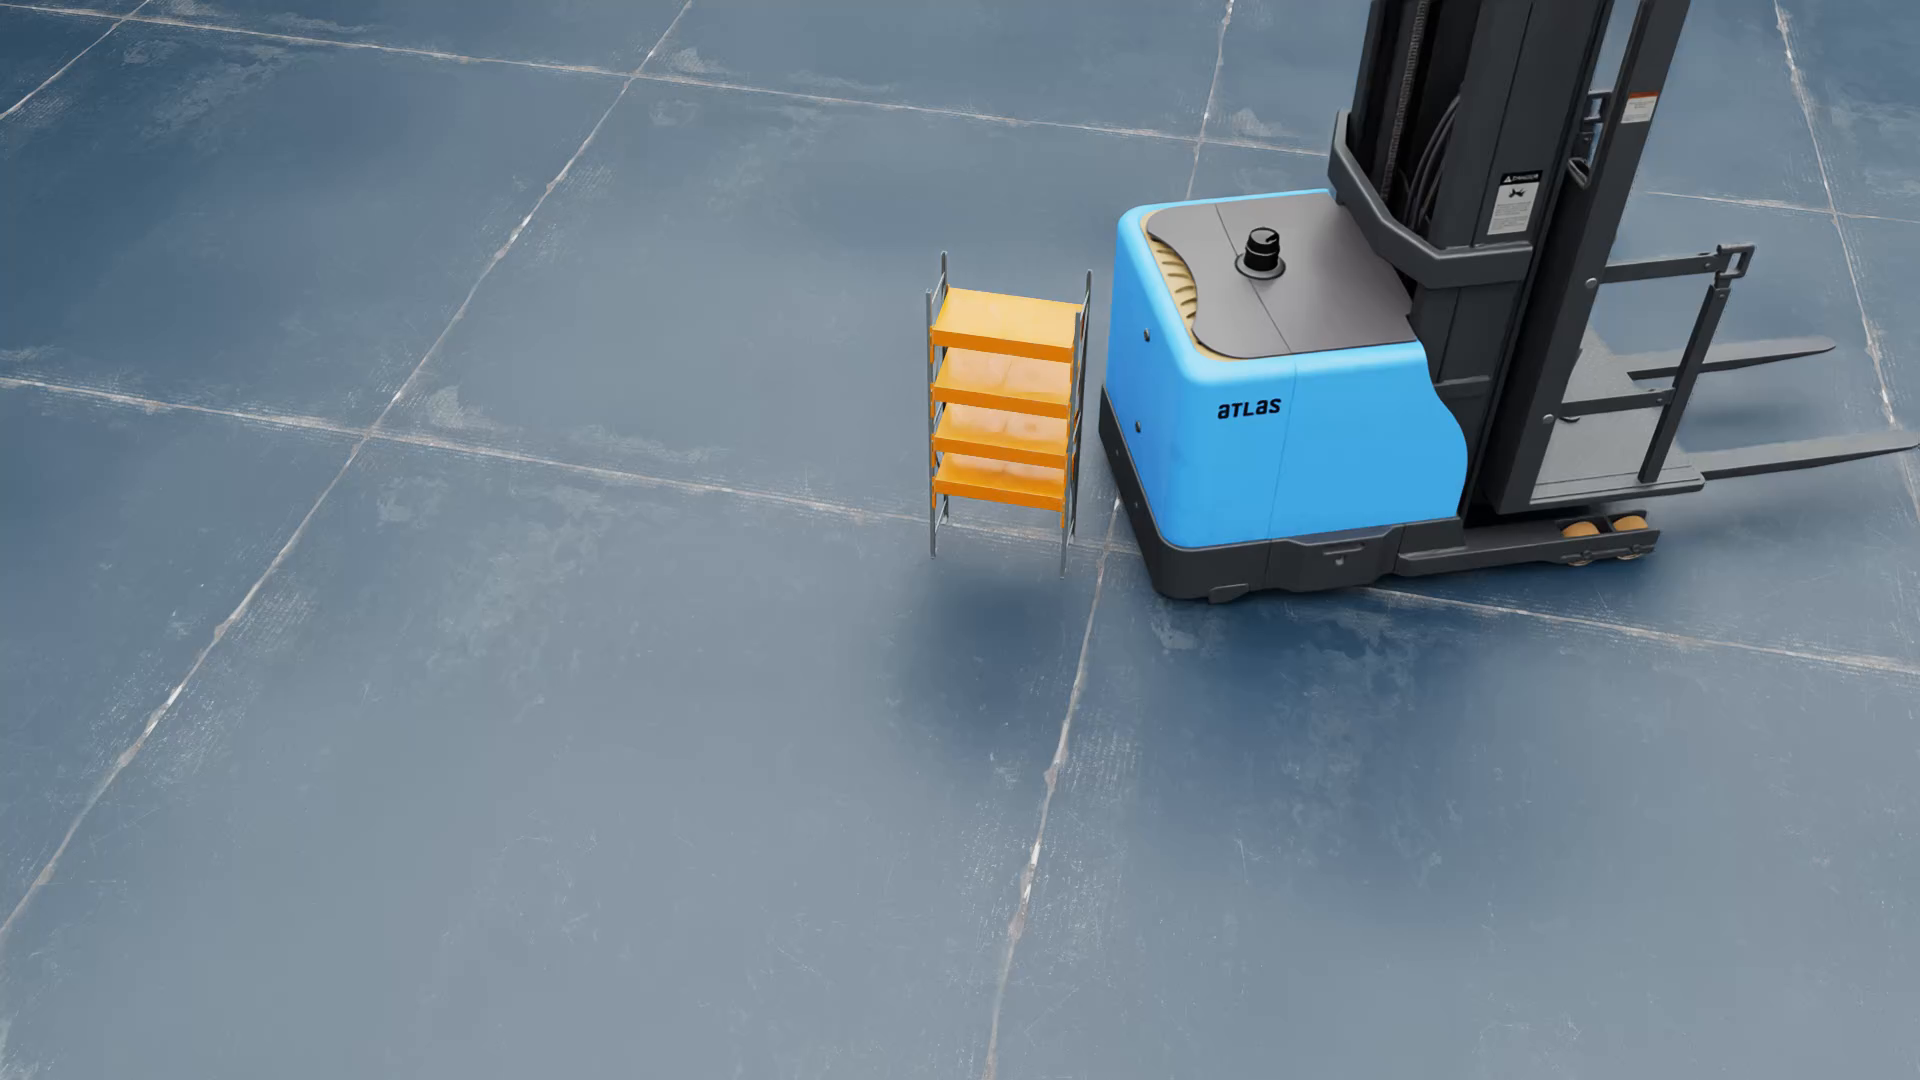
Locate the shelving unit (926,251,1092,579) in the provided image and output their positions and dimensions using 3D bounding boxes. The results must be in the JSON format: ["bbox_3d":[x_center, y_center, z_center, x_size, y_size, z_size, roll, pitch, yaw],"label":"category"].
[{"bbox_3d":[0.162,-0.407,5.808,0.503,1.200,0.258,9,45,9],"label":"shelving unit"}]

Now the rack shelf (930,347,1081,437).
[{"bbox_3d":[0.162,-0.520,5.699,0.480,0.148,0.258,9,45,9],"label":"rack shelf"}]

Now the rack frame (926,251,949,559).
[{"bbox_3d":[-0.077,-0.444,5.846,0.015,1.200,0.240,9,45,9],"label":"rack frame"}]

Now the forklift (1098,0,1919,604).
[{"bbox_3d":[2.114,-1.317,5.505,3.031,2.935,1.130,-7,44,-7],"label":"forklift"}]

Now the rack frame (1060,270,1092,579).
[{"bbox_3d":[0.400,-0.370,5.769,0.015,1.200,0.240,9,45,9],"label":"rack frame"}]

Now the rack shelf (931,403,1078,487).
[{"bbox_3d":[0.162,-0.359,5.855,0.480,0.148,0.258,9,45,9],"label":"rack shelf"}]

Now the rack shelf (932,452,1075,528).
[{"bbox_3d":[0.162,-0.216,5.992,0.480,0.148,0.258,9,45,9],"label":"rack shelf"}]

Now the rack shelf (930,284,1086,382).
[{"bbox_3d":[0.162,-0.690,5.535,0.480,0.148,0.258,9,45,9],"label":"rack shelf"}]
